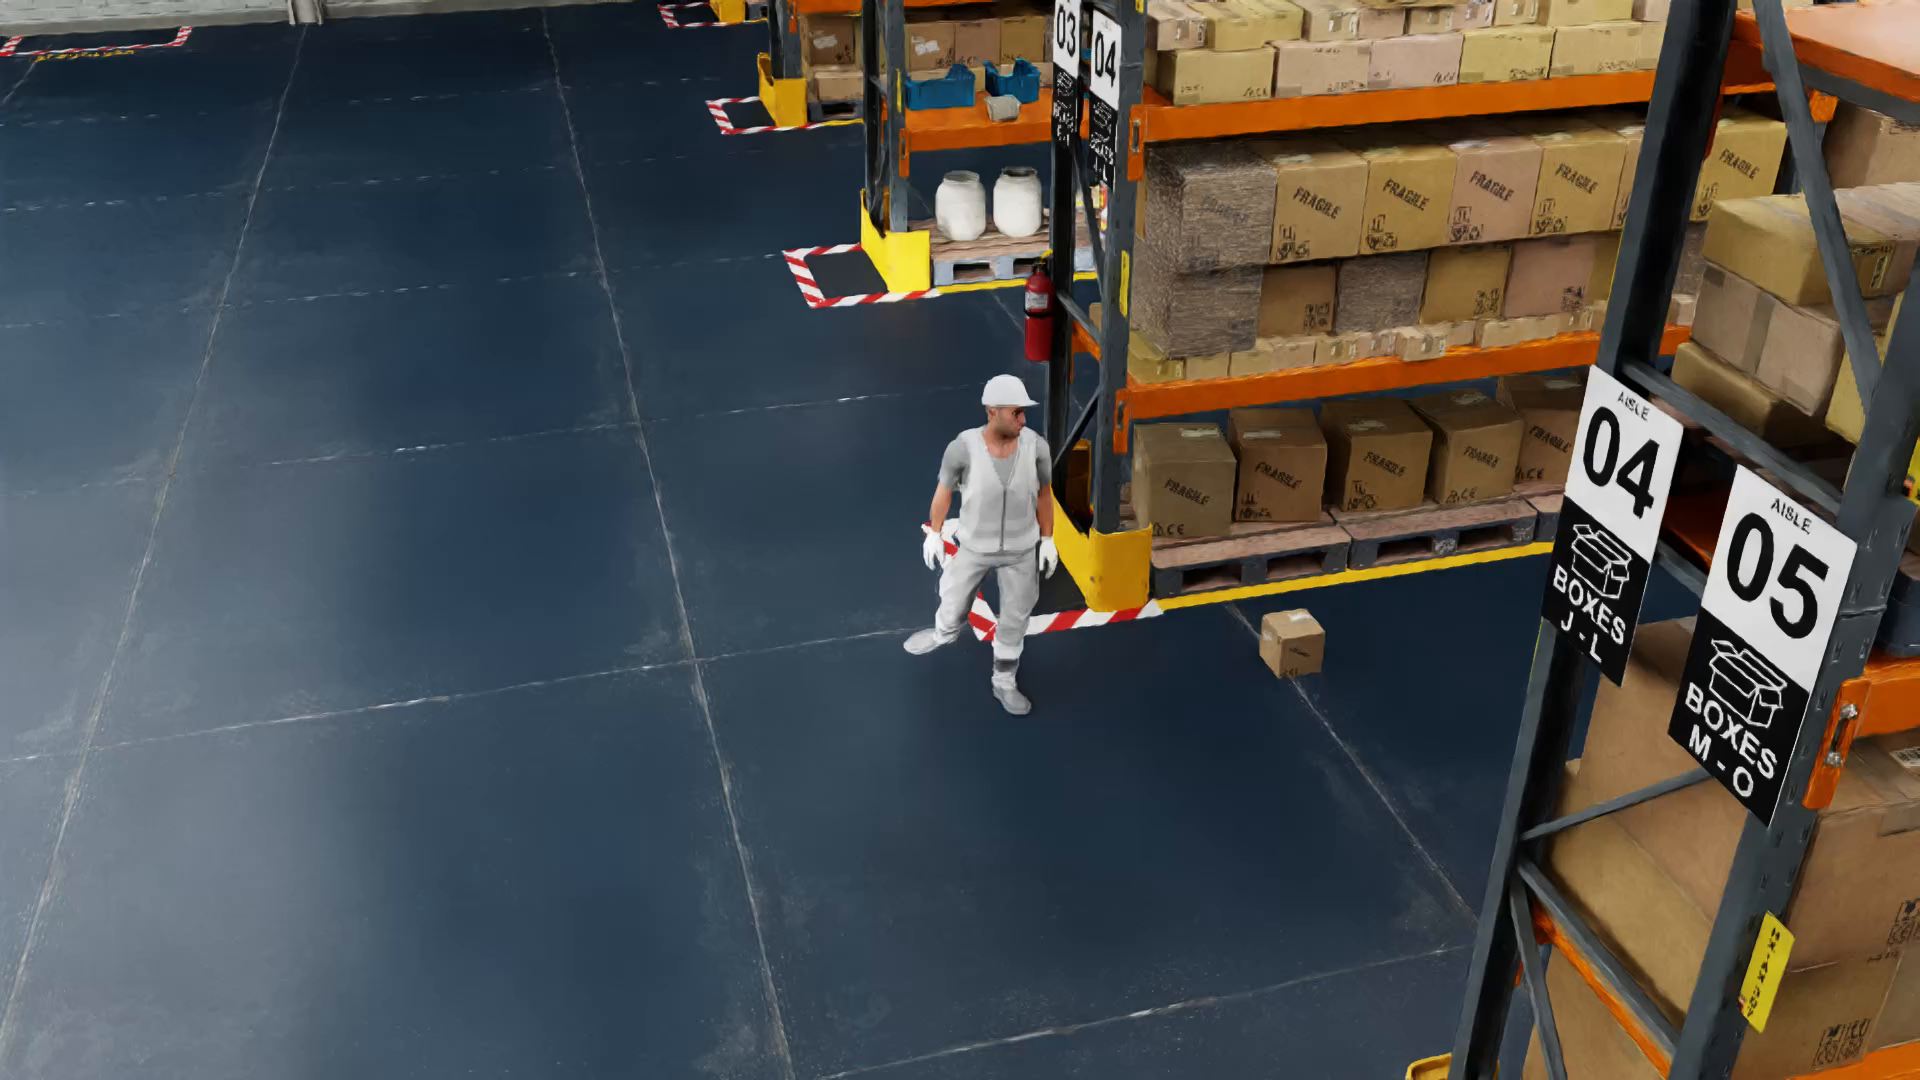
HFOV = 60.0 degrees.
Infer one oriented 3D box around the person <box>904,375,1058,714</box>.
[{"bbox_3d":[0.101,-0.008,8.236,0.737,1.787,0.628,-4,30,-7],"label":"person"}]
